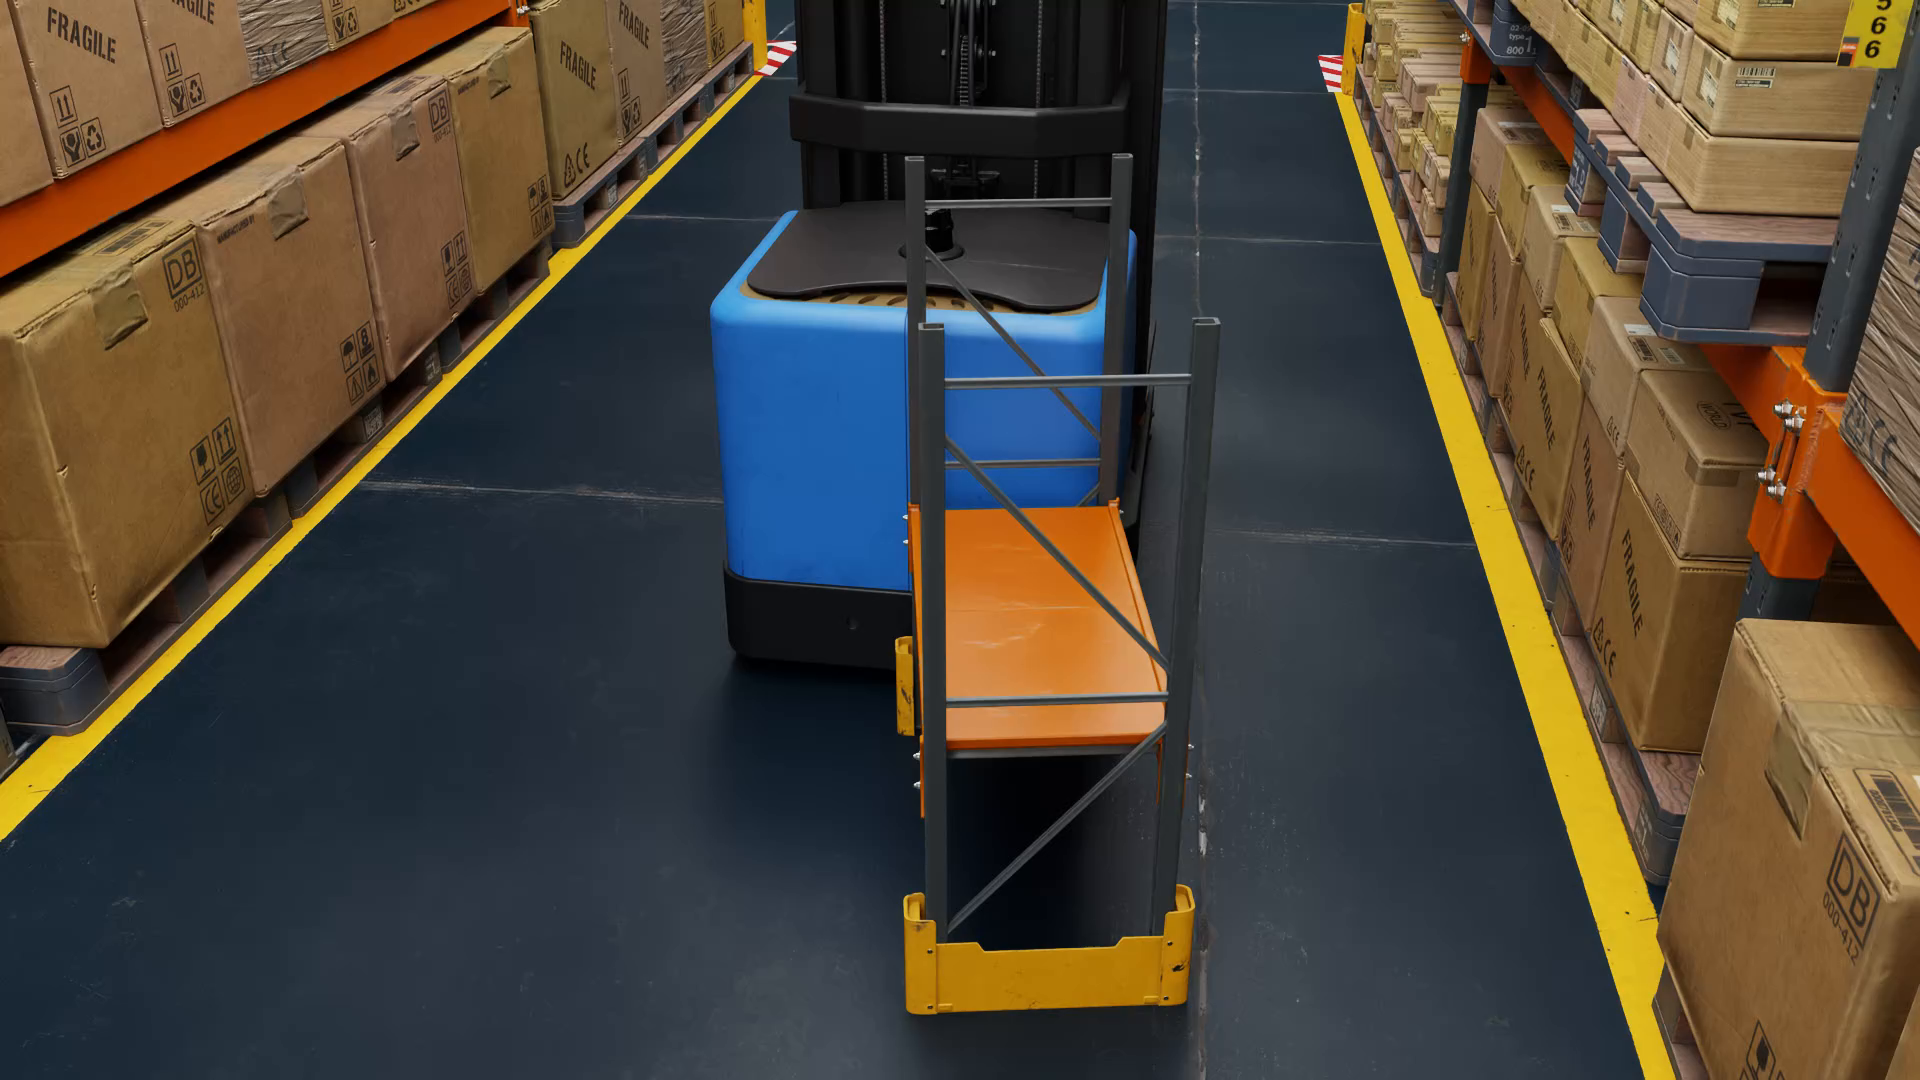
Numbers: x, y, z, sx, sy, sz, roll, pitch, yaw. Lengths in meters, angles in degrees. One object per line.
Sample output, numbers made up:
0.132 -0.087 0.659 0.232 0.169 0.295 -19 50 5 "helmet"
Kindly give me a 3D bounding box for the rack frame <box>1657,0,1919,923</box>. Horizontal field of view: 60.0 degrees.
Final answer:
2.034 -0.419 2.865 1.000 3.000 0.127 3 28 6 "rack frame"

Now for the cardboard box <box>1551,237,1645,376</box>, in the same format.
1.987 -0.647 4.691 0.500 0.250 0.500 4 29 7 "cardboard box"

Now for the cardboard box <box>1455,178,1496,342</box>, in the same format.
2.170 -1.054 6.236 0.500 0.500 0.500 4 29 8 "cardboard box"

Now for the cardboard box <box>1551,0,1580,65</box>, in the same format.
1.801 -1.356 4.426 0.380 0.149 0.250 4 29 8 "cardboard box"

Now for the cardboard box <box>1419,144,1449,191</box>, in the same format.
2.268 -1.658 7.413 0.380 0.149 0.250 2 28 4 "cardboard box"

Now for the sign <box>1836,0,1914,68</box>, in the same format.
1.494 -0.921 2.660 0.100 0.325 0.005 3 28 6 "sign"

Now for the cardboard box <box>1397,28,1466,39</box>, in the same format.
2.549 -2.650 8.942 0.380 0.149 0.250 4 29 8 "cardboard box"

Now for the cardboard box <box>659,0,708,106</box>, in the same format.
-2.007 -3.036 9.520 0.875 0.875 0.875 3 28 6 "cardboard box"

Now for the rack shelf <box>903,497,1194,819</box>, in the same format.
0.155 0.219 3.641 0.538 0.185 1.000 -1 28 -3 "rack shelf"

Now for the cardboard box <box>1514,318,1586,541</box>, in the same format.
1.971 -0.322 4.879 0.500 0.500 0.500 2 28 4 "cardboard box"

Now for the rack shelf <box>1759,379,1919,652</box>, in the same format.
1.789 0.839 1.288 1.077 0.370 4.000 3 28 6 "rack shelf"

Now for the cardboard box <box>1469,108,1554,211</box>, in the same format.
2.171 -1.384 6.058 0.500 0.250 0.500 2 28 4 "cardboard box"

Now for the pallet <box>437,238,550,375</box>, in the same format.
-2.406 -1.043 6.963 1.003 0.211 1.213 3 28 6 "pallet"

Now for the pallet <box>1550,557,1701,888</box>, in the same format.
2.131 0.441 4.209 1.003 0.211 1.213 3 28 6 "pallet"

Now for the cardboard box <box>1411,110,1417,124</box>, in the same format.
2.476 -2.143 8.315 0.380 0.149 0.250 2 28 4 "cardboard box"

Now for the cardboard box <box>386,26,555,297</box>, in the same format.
-2.445 -1.585 6.826 1.225 0.875 0.875 3 29 6 "cardboard box"

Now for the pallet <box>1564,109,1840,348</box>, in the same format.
2.016 -0.676 3.545 1.213 0.211 1.003 3 28 6 "pallet"

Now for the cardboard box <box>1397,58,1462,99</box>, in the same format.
2.396 -2.294 8.282 0.380 0.149 0.250 2 28 4 "cardboard box"

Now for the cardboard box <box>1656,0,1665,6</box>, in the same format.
1.704 -1.254 3.610 0.380 0.149 0.250 4 29 8 "cardboard box"

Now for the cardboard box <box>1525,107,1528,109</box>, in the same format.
2.856 -2.016 7.765 0.380 0.149 0.250 3 28 5 "cardboard box"

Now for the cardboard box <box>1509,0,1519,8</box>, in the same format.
1.894 -1.731 5.123 0.380 0.149 0.250 2 28 4 "cardboard box"

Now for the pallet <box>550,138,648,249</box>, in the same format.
-2.215 -1.763 8.301 1.003 0.211 1.213 3 28 6 "pallet"

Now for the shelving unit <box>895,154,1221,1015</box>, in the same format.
0.155 0.057 3.563 0.587 1.500 1.083 -1 28 -3 "shelving unit"

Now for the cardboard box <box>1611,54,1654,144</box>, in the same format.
1.701 -0.990 3.747 0.380 0.149 0.250 4 29 7 "cardboard box"

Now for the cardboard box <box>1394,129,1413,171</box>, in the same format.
2.361 -1.923 8.220 0.380 0.149 0.250 3 28 6 "cardboard box"

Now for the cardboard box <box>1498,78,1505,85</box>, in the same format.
3.120 -2.491 8.961 0.380 0.149 0.250 4 29 7 "cardboard box"

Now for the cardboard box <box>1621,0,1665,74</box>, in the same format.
1.703 -1.133 3.699 0.380 0.149 0.250 4 29 7 "cardboard box"

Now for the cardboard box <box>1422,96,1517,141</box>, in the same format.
2.325 -1.916 7.580 0.380 0.149 0.250 3 28 6 "cardboard box"

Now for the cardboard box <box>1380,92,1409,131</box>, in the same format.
2.464 -2.290 8.900 0.380 0.149 0.250 2 28 4 "cardboard box"

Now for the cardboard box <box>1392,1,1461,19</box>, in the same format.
2.698 -3.013 9.616 0.380 0.149 0.250 4 29 7 "cardboard box"

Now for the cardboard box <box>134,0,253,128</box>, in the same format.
-2.426 -1.496 4.759 0.500 0.500 0.500 3 28 5 "cardboard box"

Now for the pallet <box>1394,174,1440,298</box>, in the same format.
2.571 -1.392 7.612 1.003 0.211 1.213 3 28 6 "pallet"

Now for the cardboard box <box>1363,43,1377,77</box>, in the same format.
2.632 -2.887 10.008 0.380 0.149 0.250 4 29 7 "cardboard box"

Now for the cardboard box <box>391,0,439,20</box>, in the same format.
-2.240 -2.213 6.090 0.500 0.500 0.500 4 29 8 "cardboard box"

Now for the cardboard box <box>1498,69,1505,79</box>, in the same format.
2.993 -2.503 8.669 0.380 0.149 0.250 2 28 4 "cardboard box"

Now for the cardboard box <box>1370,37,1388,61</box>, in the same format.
2.606 -2.888 9.698 0.380 0.149 0.250 3 28 6 "cardboard box"

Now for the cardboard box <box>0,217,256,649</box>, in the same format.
-2.771 -0.328 4.494 1.225 0.875 0.875 2 28 4 "cardboard box"

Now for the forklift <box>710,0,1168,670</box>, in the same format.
0.096 -1.586 5.103 1.130 2.935 3.031 4 29 8 "forklift"

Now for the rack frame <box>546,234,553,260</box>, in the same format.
-2.386 -2.638 6.983 1.000 3.000 0.127 3 28 6 "rack frame"

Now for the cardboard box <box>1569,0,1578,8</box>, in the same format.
1.799 -1.491 4.363 0.380 0.149 0.250 4 29 7 "cardboard box"

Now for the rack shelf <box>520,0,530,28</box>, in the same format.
-2.141 -3.262 8.902 1.077 0.370 4.000 3 28 6 "rack shelf"
